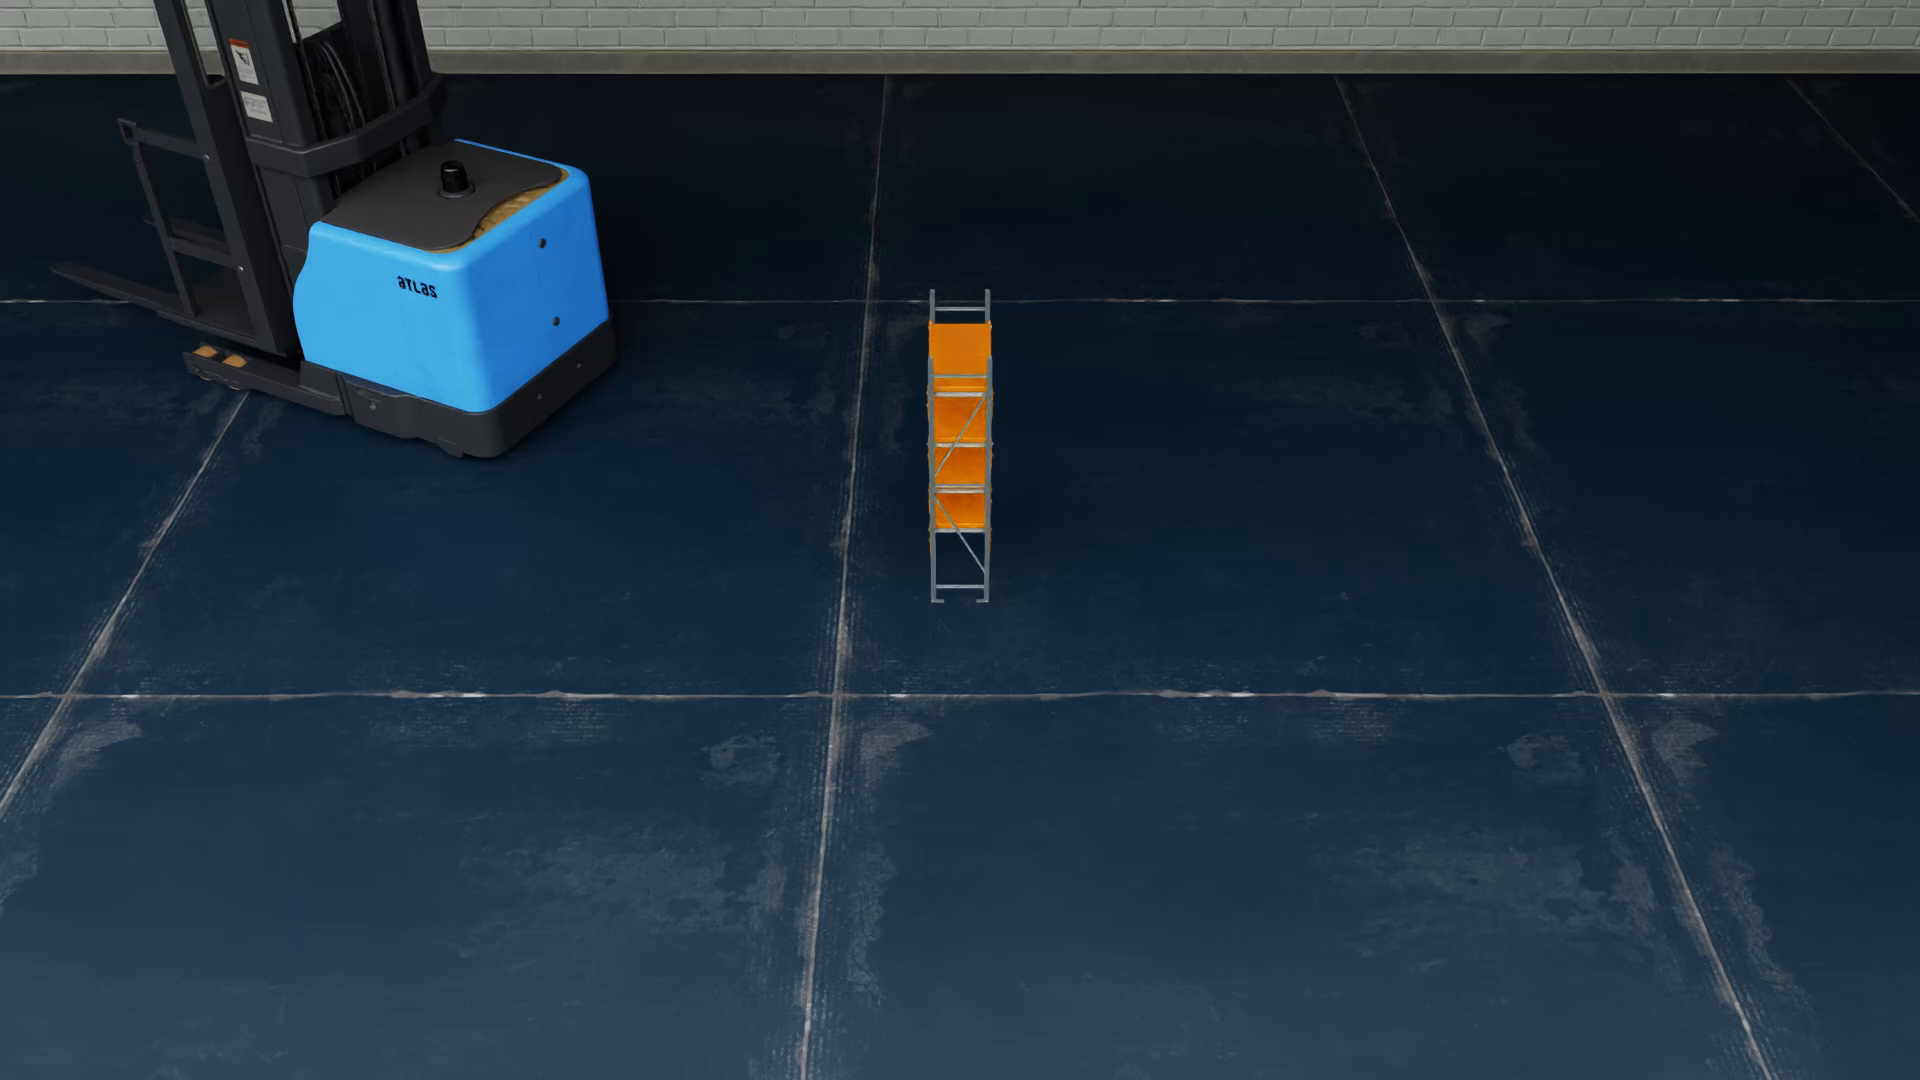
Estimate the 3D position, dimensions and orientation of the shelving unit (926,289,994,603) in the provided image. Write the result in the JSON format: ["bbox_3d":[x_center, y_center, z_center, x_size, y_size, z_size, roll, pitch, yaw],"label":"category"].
[{"bbox_3d":[0.000,-0.365,6.746,0.258,1.200,0.503,0,39,0],"label":"shelving unit"}]

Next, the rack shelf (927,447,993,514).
[{"bbox_3d":[0.000,-0.312,6.788,0.258,0.148,0.480,0,39,0],"label":"rack shelf"}]

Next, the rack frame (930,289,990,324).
[{"bbox_3d":[0.000,-0.517,6.936,0.240,1.200,0.015,0,39,0],"label":"rack frame"}]

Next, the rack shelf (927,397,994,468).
[{"bbox_3d":[0.000,-0.487,6.648,0.258,0.148,0.480,0,39,0],"label":"rack shelf"}]

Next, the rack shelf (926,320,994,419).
[{"bbox_3d":[0.000,-0.671,6.500,0.258,0.148,0.480,0,39,0],"label":"rack shelf"}]

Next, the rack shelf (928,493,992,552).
[{"bbox_3d":[0.000,-0.157,6.912,0.258,0.148,0.480,0,39,0],"label":"rack shelf"}]

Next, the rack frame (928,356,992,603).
[{"bbox_3d":[0.000,-0.212,6.555,0.240,1.200,0.015,0,39,0],"label":"rack frame"}]

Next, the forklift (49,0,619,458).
[{"bbox_3d":[-3.249,-2.157,7.598,3.031,2.935,1.130,17,42,20],"label":"forklift"}]
